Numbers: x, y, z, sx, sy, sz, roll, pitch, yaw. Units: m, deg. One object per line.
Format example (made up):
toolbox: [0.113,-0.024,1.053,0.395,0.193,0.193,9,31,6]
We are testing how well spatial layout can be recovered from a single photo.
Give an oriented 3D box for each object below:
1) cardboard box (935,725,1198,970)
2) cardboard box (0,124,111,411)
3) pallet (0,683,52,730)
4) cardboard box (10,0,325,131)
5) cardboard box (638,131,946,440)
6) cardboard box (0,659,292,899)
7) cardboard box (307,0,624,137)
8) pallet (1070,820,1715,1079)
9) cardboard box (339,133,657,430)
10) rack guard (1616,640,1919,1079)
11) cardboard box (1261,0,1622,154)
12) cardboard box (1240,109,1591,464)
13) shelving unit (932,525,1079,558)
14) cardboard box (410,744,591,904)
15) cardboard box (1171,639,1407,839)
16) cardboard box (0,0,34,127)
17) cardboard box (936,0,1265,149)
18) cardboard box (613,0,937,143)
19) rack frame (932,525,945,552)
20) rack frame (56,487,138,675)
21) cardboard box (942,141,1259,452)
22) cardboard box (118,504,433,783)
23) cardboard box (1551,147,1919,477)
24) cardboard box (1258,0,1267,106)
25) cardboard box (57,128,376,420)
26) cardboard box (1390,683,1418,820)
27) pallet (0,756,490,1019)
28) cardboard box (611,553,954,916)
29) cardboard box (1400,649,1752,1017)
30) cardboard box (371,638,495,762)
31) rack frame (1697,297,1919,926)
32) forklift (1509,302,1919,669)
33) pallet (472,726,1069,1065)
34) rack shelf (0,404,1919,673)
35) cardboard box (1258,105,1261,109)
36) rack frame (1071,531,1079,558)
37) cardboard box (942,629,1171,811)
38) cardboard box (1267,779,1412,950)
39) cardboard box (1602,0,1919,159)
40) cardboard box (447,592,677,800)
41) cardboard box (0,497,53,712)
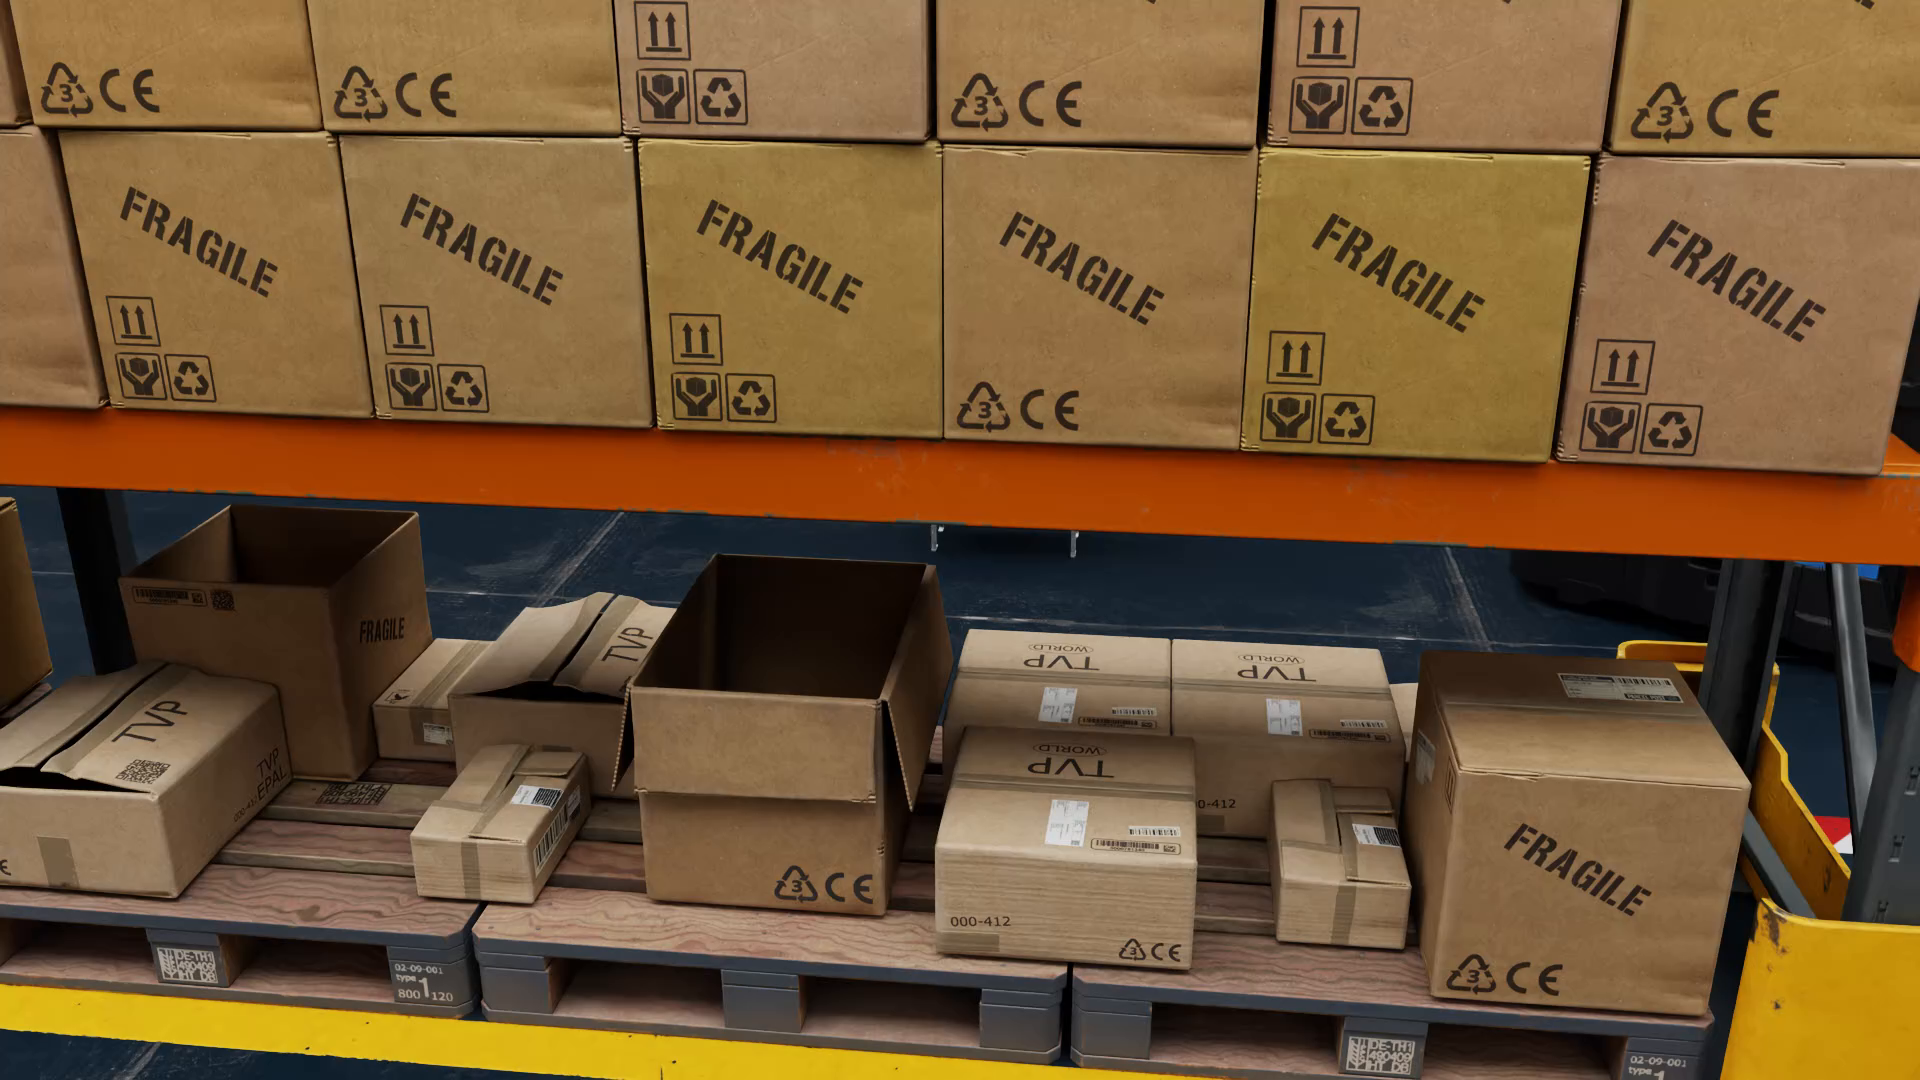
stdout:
cardboard box: [0.229,0.620,3.433,0.500,0.250,0.500,2,22,6]
cardboard box: [-1.761,-0.567,3.157,0.500,0.500,0.500,3,22,8]
pallet: [-3.047,0.634,4.050,1.213,0.211,1.003,2,22,6]
cardboard box: [-1.287,-1.008,2.913,0.500,0.500,0.500,2,22,5]
cardboard box: [-0.250,-0.502,2.993,0.500,0.500,0.500,2,22,6]
cardboard box: [-1.843,0.501,3.650,0.500,0.311,0.500,2,22,6]
cardboard box: [-0.777,-0.985,2.856,0.500,0.500,0.500,2,22,5]
pallet: [0.870,0.791,3.652,1.213,0.211,1.003,2,22,6]
cardboard box: [-0.755,-0.523,3.047,0.500,0.500,0.500,2,22,6]
rack guard: [1.662,0.691,3.513,0.348,0.500,1.175,2,22,6]
cardboard box: [0.761,-0.920,2.692,0.500,0.500,0.500,3,22,8]
cardboard box: [0.745,-0.456,2.878,0.500,0.500,0.500,3,22,7]
shelving unit: [0.164,-0.551,5.701,0.503,1.200,0.258,2,22,6]
cardboard box: [-0.983,0.602,3.592,0.250,0.166,0.380,2,22,6]
cardboard box: [0.734,0.457,3.846,0.500,0.250,0.500,2,22,6]
cardboard box: [-1.800,-1.030,2.969,0.500,0.500,0.500,3,22,8]
cardboard box: [0.246,-0.941,2.744,0.500,0.500,0.500,3,22,8]
cardboard box: [-0.264,-0.963,2.801,0.500,0.500,0.500,3,22,8]
rack frame: [-0.078,-0.561,5.728,0.015,1.200,0.240,2,22,6]
rack frame: [-2.235,-0.642,3.483,0.127,3.000,1.000,2,22,6]
cardboard box: [0.250,-0.480,2.937,0.500,0.500,0.500,3,22,7]
cardboard box: [-1.635,0.237,4.061,0.500,0.500,0.500,2,22,6]
cardboard box: [1.261,-0.435,2.824,0.500,0.500,0.500,3,22,8]
cardboard box: [0.808,-1.115,3.185,0.500,0.500,0.500,3,22,7]
cardboard box: [-1.252,-0.546,3.104,0.500,0.500,0.500,3,22,7]
cardboard box: [1.114,0.490,3.876,0.250,0.166,0.380,2,22,6]
pallet: [-1.553,0.685,3.919,1.213,0.211,1.003,2,22,6]
cardboard box: [-0.368,0.394,3.660,0.637,0.503,0.797,2,22,6]
cardboard box: [1.169,0.556,3.256,0.500,0.500,0.500,2,22,6]
cardboard box: [-1.256,0.395,4.140,0.250,0.149,0.380,2,22,6]
rack frame: [1.738,-0.468,3.045,0.127,3.000,1.000,2,22,6]
forklift: [3.311,-1.016,4.523,3.031,2.935,1.130,15,26,32]
pallet: [-0.338,0.737,3.788,1.213,0.211,1.003,2,22,6]
rack shelf: [-0.249,-0.220,3.396,4.000,0.370,1.077,2,22,6]
cardboard box: [0.815,-0.651,3.370,0.500,0.500,0.500,2,22,6]
rack frame: [0.407,-0.540,5.674,0.015,1.200,0.240,2,22,6]
cardboard box: [0.238,0.435,3.901,0.500,0.250,0.500,2,22,6]
cardboard box: [0.777,0.661,3.444,0.250,0.166,0.380,2,22,6]
cardboard box: [1.263,-0.899,2.637,0.500,0.500,0.500,2,22,6]
cardboard box: [-0.891,0.358,4.014,0.500,0.311,0.500,2,22,6]
cardboard box: [-2.686,0.206,4.139,0.500,0.500,0.500,2,22,4]
